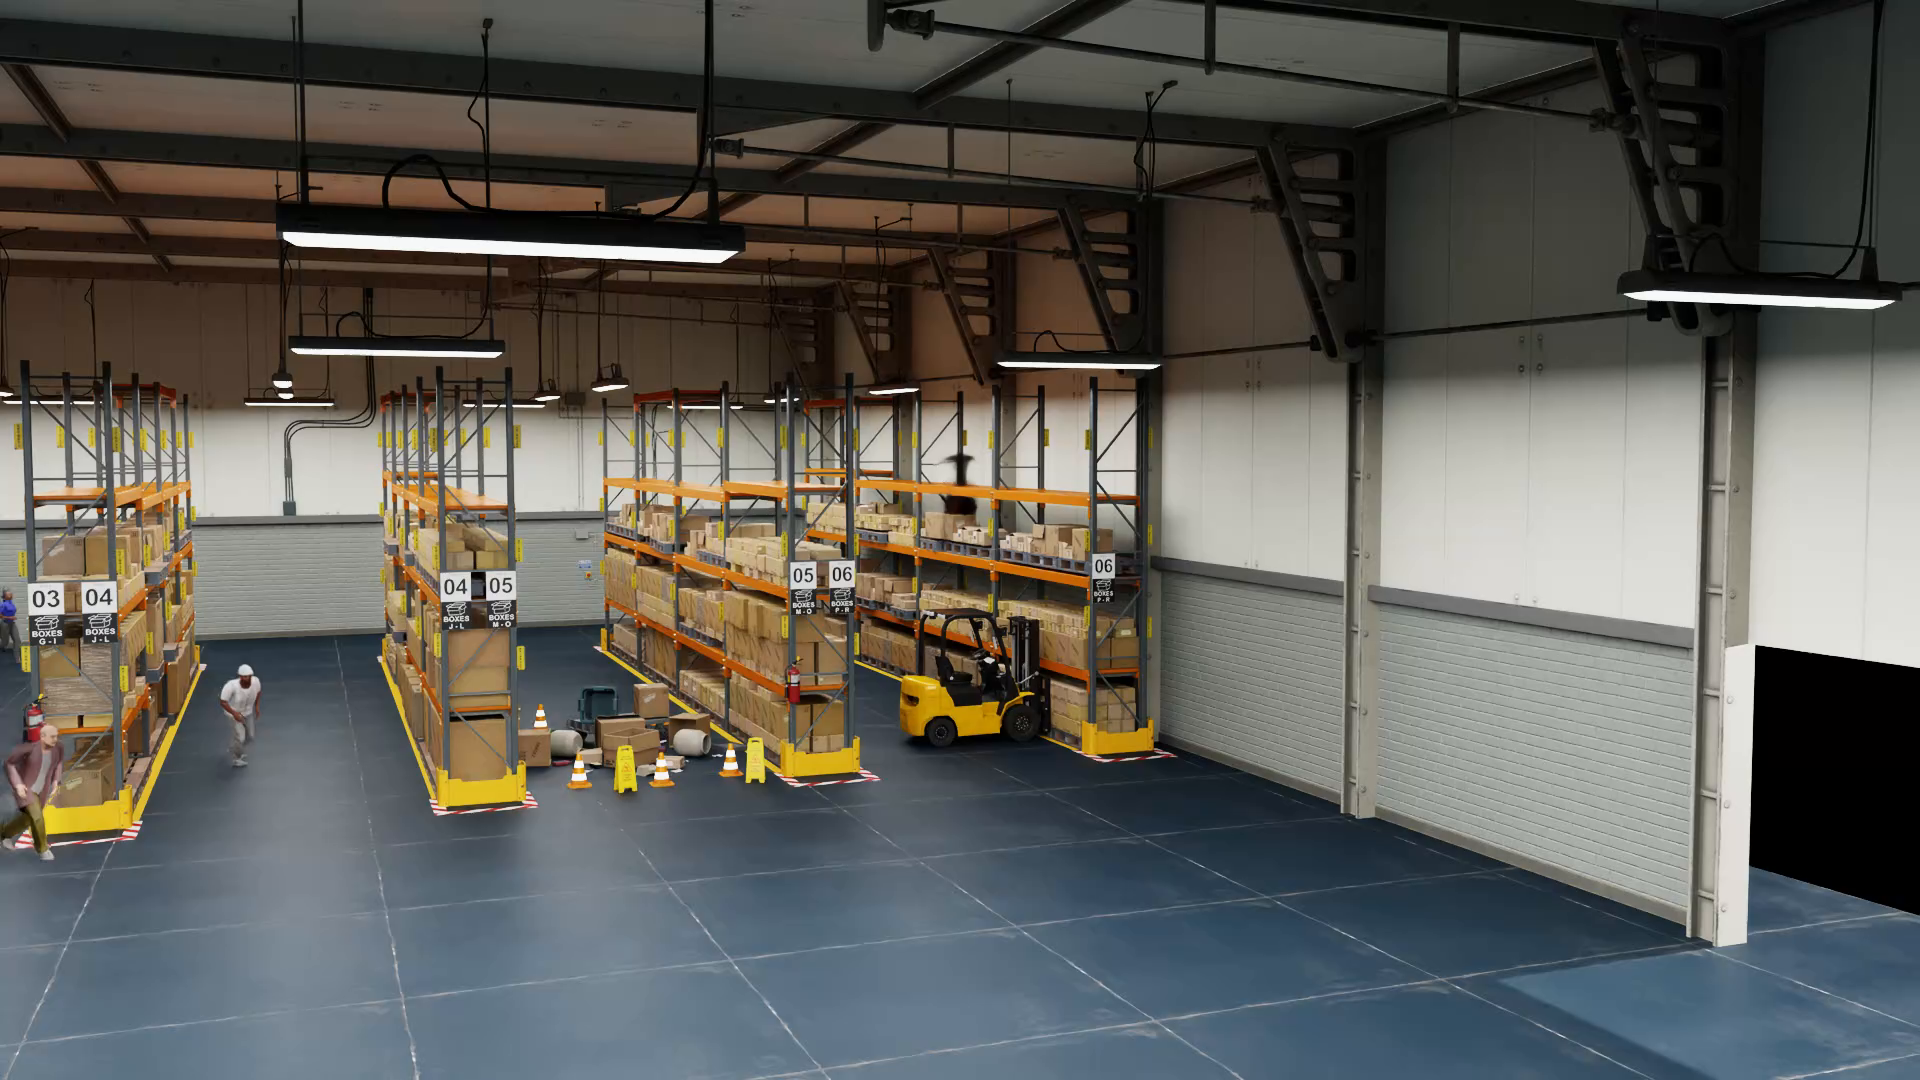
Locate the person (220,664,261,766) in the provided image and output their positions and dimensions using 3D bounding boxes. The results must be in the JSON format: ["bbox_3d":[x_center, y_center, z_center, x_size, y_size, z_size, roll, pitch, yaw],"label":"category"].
[{"bbox_3d":[-11.023,2.666,25.421,0.929,1.601,0.672,2,4,31],"label":"person"}]

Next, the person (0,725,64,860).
[{"bbox_3d":[-11.211,3.020,19.977,1.072,1.676,0.690,2,4,28],"label":"person"}]

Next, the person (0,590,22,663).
[{"bbox_3d":[-21.265,1.933,37.091,0.836,1.651,0.578,0,3,7],"label":"person"}]
